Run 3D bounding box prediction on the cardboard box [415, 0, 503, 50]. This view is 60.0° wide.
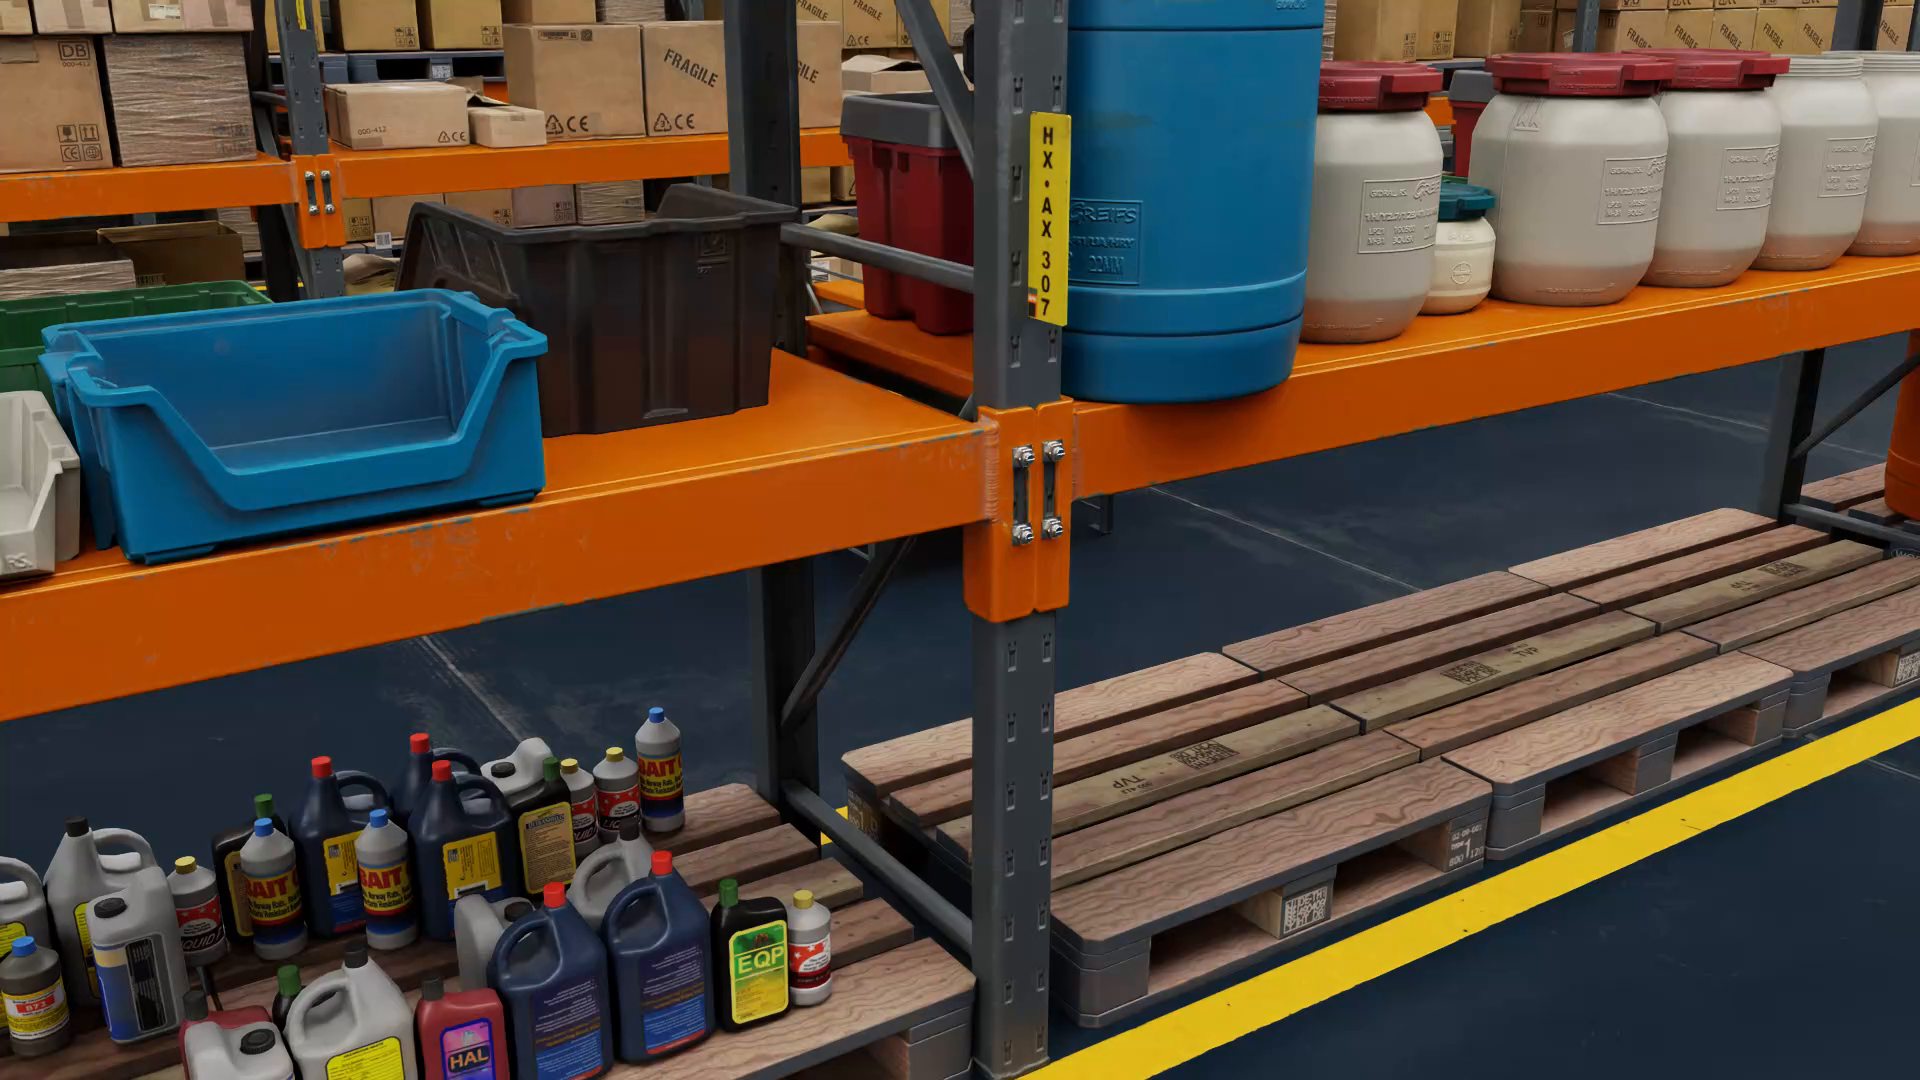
[{"bbox_3d":[-3.677,-3.824,12.028,0.500,0.500,0.700,-12,22,-31],"label":"cardboard box"}]

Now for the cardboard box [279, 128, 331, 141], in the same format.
[{"bbox_3d":[-4.630,-2.766,11.789,0.500,0.250,0.500,-12,22,-33],"label":"cardboard box"}]

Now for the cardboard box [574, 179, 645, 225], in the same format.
[{"bbox_3d":[-2.834,-2.762,12.948,0.500,0.500,0.700,-12,22,-31],"label":"cardboard box"}]

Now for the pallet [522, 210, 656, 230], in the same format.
[{"bbox_3d":[-2.915,-2.420,13.075,1.213,0.211,1.003,-12,22,-31],"label":"pallet"}]

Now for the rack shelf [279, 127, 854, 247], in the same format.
[{"bbox_3d":[-1.204,-1.861,8.190,4.000,0.370,1.077,-12,22,-31],"label":"rack shelf"}]

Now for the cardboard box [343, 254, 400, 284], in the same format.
[{"bbox_3d":[-2.694,-1.160,7.754,0.500,0.311,0.500,-12,22,-31],"label":"cardboard box"}]

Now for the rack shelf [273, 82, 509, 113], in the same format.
[{"bbox_3d":[-3.931,-3.186,12.107,4.000,0.370,1.077,-12,22,-31],"label":"rack shelf"}]

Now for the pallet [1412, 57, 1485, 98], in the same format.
[{"bbox_3d":[3.080,-3.056,10.902,1.213,0.211,1.003,-12,22,-31],"label":"pallet"}]

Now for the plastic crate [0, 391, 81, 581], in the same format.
[{"bbox_3d":[-1.370,-0.046,2.108,0.437,0.136,0.530,-12,22,-31],"label":"plastic crate"}]

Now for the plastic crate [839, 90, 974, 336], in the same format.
[{"bbox_3d":[0.083,-0.722,3.596,0.583,0.464,0.402,-12,22,-31],"label":"plastic crate"}]

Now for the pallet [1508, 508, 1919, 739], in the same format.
[{"bbox_3d":[2.519,0.218,5.270,1.213,0.211,1.003,-12,22,-31],"label":"pallet"}]

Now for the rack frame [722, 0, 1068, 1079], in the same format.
[{"bbox_3d":[-0.153,-0.524,3.112,0.127,3.000,1.000,-12,22,-31],"label":"rack frame"}]

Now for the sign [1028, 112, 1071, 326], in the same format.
[{"bbox_3d":[0.140,-0.506,2.627,0.005,0.325,0.100,-12,22,-31],"label":"sign"}]

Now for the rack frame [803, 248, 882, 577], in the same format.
[{"bbox_3d":[-0.419,-0.445,5.803,0.032,1.125,0.500,-12,22,-31],"label":"rack frame"}]

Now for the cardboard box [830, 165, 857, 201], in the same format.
[{"bbox_3d":[-0.840,-3.306,14.042,0.750,0.750,0.750,-12,22,-32],"label":"cardboard box"}]

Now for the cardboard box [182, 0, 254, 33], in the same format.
[{"bbox_3d":[-2.984,-2.099,6.602,0.250,0.149,0.380,-12,22,-31],"label":"cardboard box"}]

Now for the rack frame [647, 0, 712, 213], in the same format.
[{"bbox_3d":[-2.261,-3.879,13.034,0.127,3.000,1.000,-12,22,-31],"label":"rack frame"}]

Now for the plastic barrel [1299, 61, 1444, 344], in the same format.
[{"bbox_3d":[0.766,-0.698,3.415,0.433,0.535,0.433,0,19,0],"label":"plastic barrel"}]

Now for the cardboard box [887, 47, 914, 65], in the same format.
[{"bbox_3d":[-0.584,-4.038,13.867,0.250,0.149,0.380,-12,22,-31],"label":"cardboard box"}]

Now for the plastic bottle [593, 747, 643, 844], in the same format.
[{"bbox_3d":[-0.745,0.550,3.617,0.097,0.201,0.097,0,19,0],"label":"plastic bottle"}]

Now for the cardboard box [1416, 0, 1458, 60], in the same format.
[{"bbox_3d":[2.749,-3.344,10.639,0.500,0.500,0.700,-8,20,-23],"label":"cardboard box"}]

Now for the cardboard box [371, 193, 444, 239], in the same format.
[{"bbox_3d":[-4.144,-2.516,12.219,0.500,0.500,0.700,-12,22,-31],"label":"cardboard box"}]

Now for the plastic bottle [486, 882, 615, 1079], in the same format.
[{"bbox_3d":[-0.693,0.747,2.802,0.185,0.351,0.144,-13,23,-34],"label":"plastic bottle"}]

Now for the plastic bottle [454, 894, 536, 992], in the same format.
[{"bbox_3d":[-0.795,0.747,2.918,0.135,0.276,0.152,-12,22,-31],"label":"plastic bottle"}]

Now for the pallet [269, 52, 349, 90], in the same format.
[{"bbox_3d":[-4.884,-3.179,11.264,1.213,0.211,1.003,-12,22,-31],"label":"pallet"}]

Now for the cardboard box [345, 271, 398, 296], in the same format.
[{"bbox_3d":[-2.392,-1.018,7.334,0.500,0.311,0.500,-12,22,-31],"label":"cardboard box"}]

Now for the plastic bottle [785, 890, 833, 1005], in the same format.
[{"bbox_3d":[-0.285,0.740,3.054,0.097,0.201,0.097,0,19,0],"label":"plastic bottle"}]

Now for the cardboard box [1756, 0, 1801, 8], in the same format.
[{"bbox_3d":[5.646,-4.060,11.854,0.500,0.500,0.500,-11,22,-30],"label":"cardboard box"}]

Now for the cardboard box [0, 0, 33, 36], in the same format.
[{"bbox_3d":[-3.627,-1.963,6.198,0.250,0.149,0.380,-12,22,-32],"label":"cardboard box"}]

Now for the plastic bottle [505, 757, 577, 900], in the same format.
[{"bbox_3d":[-0.856,0.586,3.383,0.133,0.283,0.061,-12,22,-31],"label":"plastic bottle"}]

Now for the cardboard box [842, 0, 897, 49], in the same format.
[{"bbox_3d":[-0.857,-4.270,13.541,0.500,0.500,0.500,-12,22,-32],"label":"cardboard box"}]

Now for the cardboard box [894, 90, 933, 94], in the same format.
[{"bbox_3d":[-0.133,-2.203,8.470,0.250,0.149,0.380,-12,22,-31],"label":"cardboard box"}]

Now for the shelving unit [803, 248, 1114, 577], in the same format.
[{"bbox_3d":[0.006,-0.534,6.068,1.048,1.125,0.538,-12,22,-31],"label":"shelving unit"}]

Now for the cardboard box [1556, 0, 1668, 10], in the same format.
[{"bbox_3d":[4.355,-3.788,11.048,0.500,0.500,0.500,-11,22,-30],"label":"cardboard box"}]

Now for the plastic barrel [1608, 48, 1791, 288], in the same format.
[{"bbox_3d":[1.741,-0.904,4.023,0.433,0.535,0.433,0,19,0],"label":"plastic barrel"}]

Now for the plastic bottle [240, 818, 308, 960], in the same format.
[{"bbox_3d":[-1.315,0.660,3.182,0.097,0.271,0.097,0,19,0],"label":"plastic bottle"}]

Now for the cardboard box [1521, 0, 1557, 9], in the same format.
[{"bbox_3d":[4.087,-3.938,11.493,0.500,0.500,0.500,-12,22,-31],"label":"cardboard box"}]

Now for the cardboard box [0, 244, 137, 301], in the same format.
[{"bbox_3d":[-3.565,-0.876,6.620,0.500,0.500,0.500,-12,22,-31],"label":"cardboard box"}]

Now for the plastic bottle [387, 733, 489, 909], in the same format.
[{"bbox_3d":[-1.056,0.553,3.373,0.185,0.351,0.144,-11,22,-30],"label":"plastic bottle"}]

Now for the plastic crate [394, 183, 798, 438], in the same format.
[{"bbox_3d":[-0.660,-0.437,2.950,0.504,0.338,0.767,-12,22,-31],"label":"plastic crate"}]

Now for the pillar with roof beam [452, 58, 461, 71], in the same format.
[{"bbox_3d":[-1.455,-5.572,8.674,0.400,9.000,9.100,-12,22,-31],"label":"pillar with roof beam"}]

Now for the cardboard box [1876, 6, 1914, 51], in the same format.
[{"bbox_3d":[6.923,-3.859,12.820,0.500,0.500,0.500,-11,22,-30],"label":"cardboard box"}]

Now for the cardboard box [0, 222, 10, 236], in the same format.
[{"bbox_3d":[-6.447,-2.005,10.708,0.500,0.500,0.500,-14,23,-35],"label":"cardboard box"}]

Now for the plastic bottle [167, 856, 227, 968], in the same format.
[{"bbox_3d":[-1.462,0.701,3.170,0.097,0.201,0.097,0,19,0],"label":"plastic bottle"}]

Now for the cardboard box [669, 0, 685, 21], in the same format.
[{"bbox_3d":[-2.012,-4.230,13.422,0.500,0.500,0.500,-12,22,-31],"label":"cardboard box"}]

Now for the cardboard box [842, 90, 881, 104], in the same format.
[{"bbox_3d":[-0.568,-2.196,8.448,0.250,0.149,0.380,-10,21,-27],"label":"cardboard box"}]

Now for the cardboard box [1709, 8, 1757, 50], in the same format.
[{"bbox_3d":[5.228,-3.502,11.763,0.500,0.500,0.500,-12,22,-32],"label":"cardboard box"}]

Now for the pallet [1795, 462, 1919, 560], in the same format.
[{"bbox_3d":[3.823,-0.058,6.086,1.213,0.211,1.003,-12,22,-31],"label":"pallet"}]

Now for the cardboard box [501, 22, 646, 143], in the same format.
[{"bbox_3d":[-1.784,-2.121,7.679,0.500,0.500,0.500,-10,21,-28],"label":"cardboard box"}]

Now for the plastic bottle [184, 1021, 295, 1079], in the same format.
[{"bbox_3d":[-1.100,0.866,2.564,0.135,0.276,0.152,-11,22,-30],"label":"plastic bottle"}]
